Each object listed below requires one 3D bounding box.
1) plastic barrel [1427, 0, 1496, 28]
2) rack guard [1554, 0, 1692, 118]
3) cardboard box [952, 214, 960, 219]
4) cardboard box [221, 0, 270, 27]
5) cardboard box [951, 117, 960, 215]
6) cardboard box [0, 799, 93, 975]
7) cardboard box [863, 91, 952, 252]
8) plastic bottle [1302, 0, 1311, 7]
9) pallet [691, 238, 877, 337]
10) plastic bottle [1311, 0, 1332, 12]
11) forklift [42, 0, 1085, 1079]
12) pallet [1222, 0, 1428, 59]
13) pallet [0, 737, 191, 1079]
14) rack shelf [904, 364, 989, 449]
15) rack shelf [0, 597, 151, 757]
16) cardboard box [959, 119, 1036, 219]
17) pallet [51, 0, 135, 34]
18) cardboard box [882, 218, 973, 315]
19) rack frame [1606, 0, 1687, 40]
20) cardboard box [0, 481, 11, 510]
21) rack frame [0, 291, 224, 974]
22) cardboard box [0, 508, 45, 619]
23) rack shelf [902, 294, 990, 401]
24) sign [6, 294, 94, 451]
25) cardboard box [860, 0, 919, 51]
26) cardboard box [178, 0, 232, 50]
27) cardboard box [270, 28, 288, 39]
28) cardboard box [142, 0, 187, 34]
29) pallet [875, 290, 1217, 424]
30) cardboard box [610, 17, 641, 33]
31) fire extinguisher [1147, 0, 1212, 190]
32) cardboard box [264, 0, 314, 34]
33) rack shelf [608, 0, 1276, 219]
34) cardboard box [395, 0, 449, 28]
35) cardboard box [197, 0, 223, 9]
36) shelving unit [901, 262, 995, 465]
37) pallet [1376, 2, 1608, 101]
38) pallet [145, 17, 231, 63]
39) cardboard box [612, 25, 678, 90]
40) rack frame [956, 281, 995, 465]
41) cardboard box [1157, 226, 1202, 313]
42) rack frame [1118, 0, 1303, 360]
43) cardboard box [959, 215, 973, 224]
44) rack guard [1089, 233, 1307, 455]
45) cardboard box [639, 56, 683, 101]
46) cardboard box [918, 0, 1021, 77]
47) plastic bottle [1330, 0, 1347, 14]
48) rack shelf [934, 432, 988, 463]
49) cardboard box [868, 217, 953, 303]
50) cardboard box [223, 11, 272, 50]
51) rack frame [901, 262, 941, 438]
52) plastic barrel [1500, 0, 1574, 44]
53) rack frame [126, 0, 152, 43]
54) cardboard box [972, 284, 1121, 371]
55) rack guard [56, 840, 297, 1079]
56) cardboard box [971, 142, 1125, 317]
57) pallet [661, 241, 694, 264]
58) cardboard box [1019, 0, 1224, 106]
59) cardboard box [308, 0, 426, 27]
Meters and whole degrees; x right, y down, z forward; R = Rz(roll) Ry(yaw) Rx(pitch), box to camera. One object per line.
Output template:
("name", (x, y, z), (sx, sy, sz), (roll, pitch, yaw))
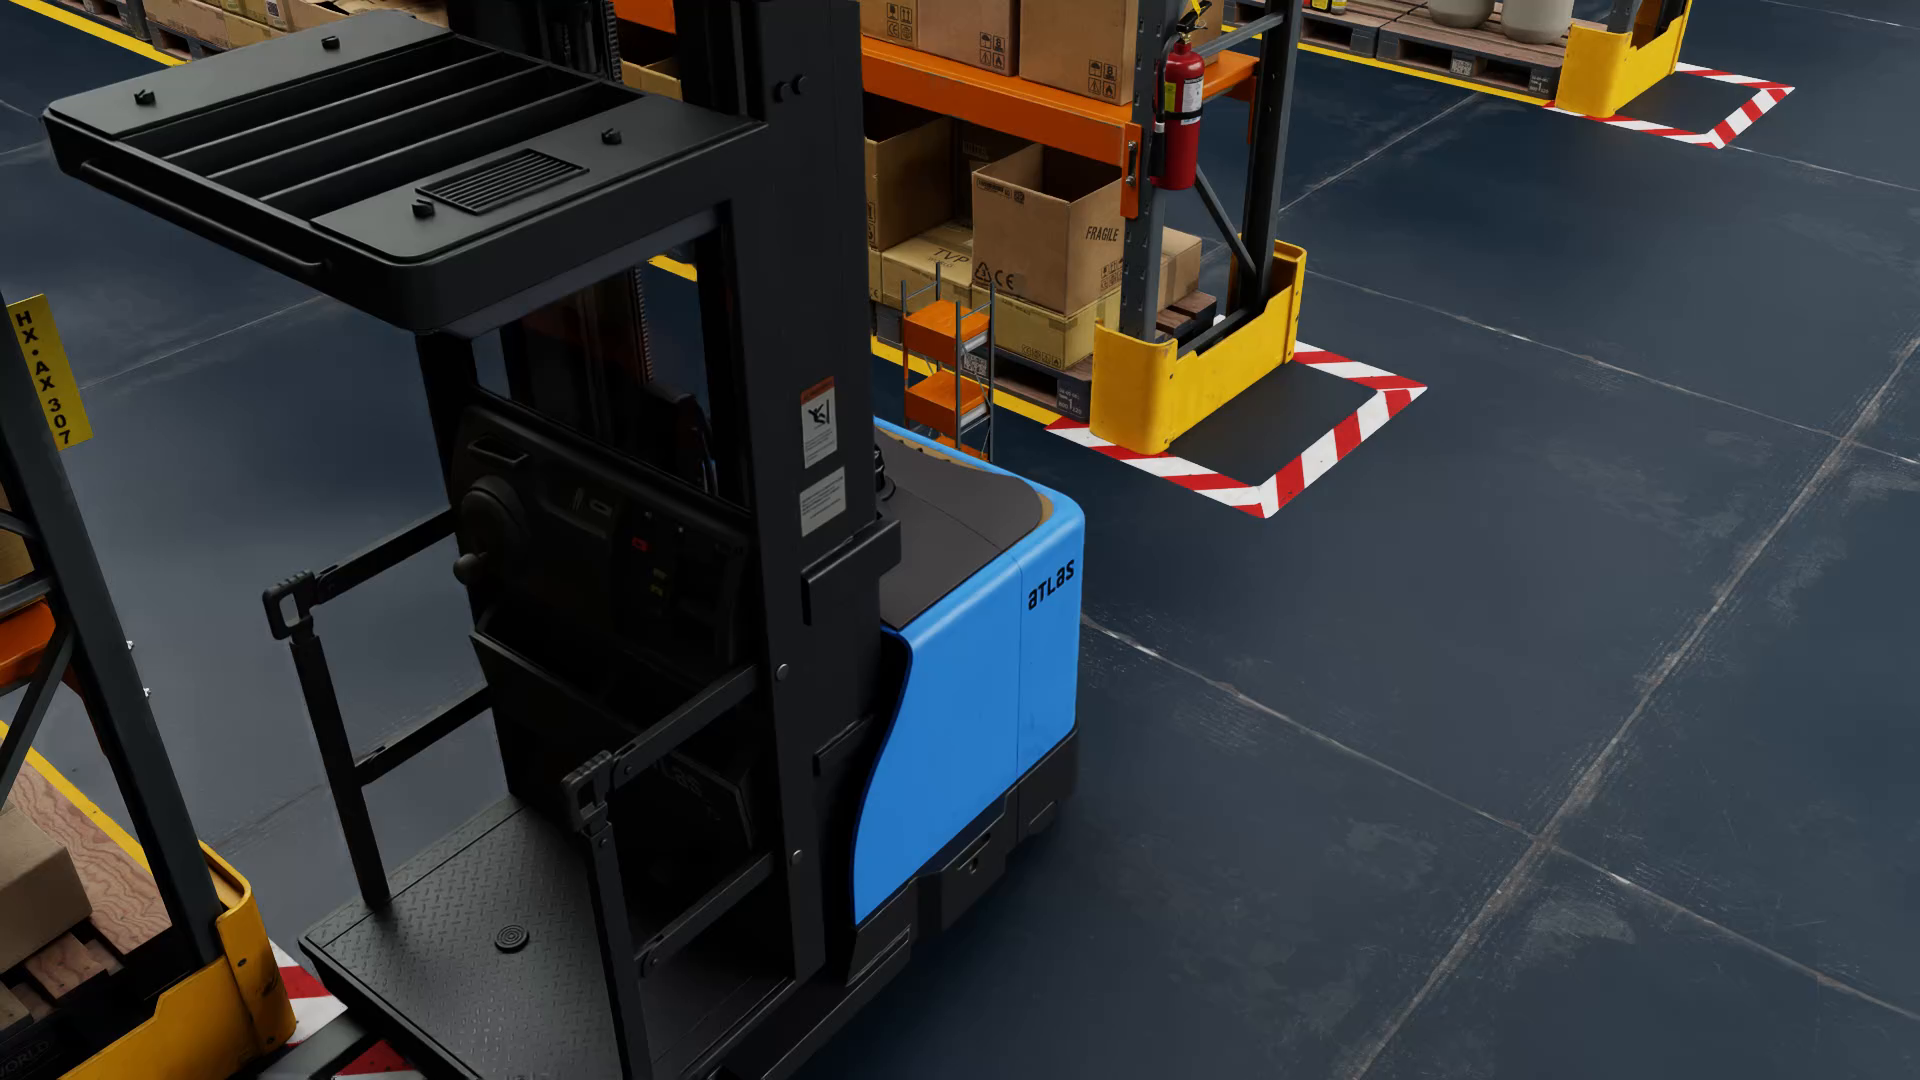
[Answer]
("plastic barrel", (3.230, -3.578, 10.637), (0.421, 0.512, 0.421), (0, 34, 0))
("rack guard", (4.081, -3.020, 10.206), (0.348, 0.500, 1.175), (25, 42, 32))
("cardboard box", (-0.043, -1.581, 7.961), (0.500, 0.250, 0.500), (25, 42, 32))
("cardboard box", (-4.136, -3.368, 10.068), (0.500, 0.311, 0.500), (24, 41, 31))
("cardboard box", (-0.050, -1.885, 7.741), (0.500, 0.500, 0.500), (25, 42, 32))
("cardboard box", (-2.643, 0.904, 4.270), (0.500, 0.311, 0.500), (20, 39, 27))
("cardboard box", (-0.383, -1.659, 7.412), (0.500, 0.500, 0.500), (25, 42, 32))
("plastic bottle", (2.302, -3.680, 10.976), (0.135, 0.276, 0.152), (26, 42, 32))
("pallet", (-0.550, -1.441, 8.162), (1.213, 0.211, 1.003), (25, 42, 32))
("plastic bottle", (2.377, -3.614, 10.873), (0.133, 0.283, 0.061), (26, 42, 33))
("forklift", (-0.949, 0.061, 3.573), (1.130, 2.935, 3.031), (24, 41, 31))
("pallet", (2.527, -3.640, 11.363), (1.213, 0.211, 1.003), (25, 42, 32))
("pallet", (-2.829, 1.079, 4.492), (1.213, 0.211, 1.003), (25, 42, 32))
("rack shelf", (-0.041, -0.443, 5.987), (0.240, 0.259, 0.215), (25, 42, 32))
("rack shelf", (-3.706, -0.161, 4.470), (4.000, 0.370, 1.077), (25, 42, 32))
("cardboard box", (0.343, -1.710, 7.486), (0.500, 0.500, 0.500), (25, 42, 32))
("pallet", (-5.700, -3.925, 11.779), (1.213, 0.211, 1.003), (25, 42, 32))
("cardboard box", (0.005, -1.171, 7.363), (0.500, 0.250, 0.500), (25, 42, 32))
("rack frame", (4.170, -4.043, 9.488), (0.127, 3.000, 1.000), (25, 42, 32))
("cardboard box", (-2.343, -0.292, 3.479), (0.500, 0.500, 0.500), (25, 42, 32))
("rack frame", (-2.169, 0.267, 3.212), (0.127, 3.000, 1.000), (25, 42, 32))
("cardboard box", (-2.341, 0.006, 3.707), (0.500, 0.250, 0.500), (24, 41, 31))
("rack shelf", (-0.041, -0.677, 5.826), (0.240, 0.259, 0.215), (25, 42, 32))
("sign", (-1.822, -0.326, 3.311), (0.005, 0.325, 0.100), (25, 42, 32))
("cardboard box", (-0.137, -2.476, 7.118), (0.500, 0.500, 0.700), (26, 42, 32))
("cardboard box", (-4.549, -3.328, 10.504), (0.500, 0.250, 0.500), (24, 41, 31))
("cardboard box", (-3.752, -2.956, 9.963), (0.500, 0.250, 0.500), (26, 42, 33))
("cardboard box", (-4.936, -3.510, 10.769), (0.500, 0.250, 0.500), (25, 42, 32))
("pallet", (0.383, -0.999, 7.518), (1.213, 0.211, 1.003), (25, 42, 32))
("cardboard box", (-1.920, -2.383, 8.466), (0.500, 0.500, 0.500), (25, 42, 32))
("fire extinguisher", (0.791, -1.613, 6.017), (0.183, 0.674, 0.296), (25, 42, 32))
("cardboard box", (-3.741, -3.182, 9.797), (0.500, 0.311, 0.500), (25, 41, 31))
("rack shelf", (-0.539, -2.318, 7.611), (4.000, 0.370, 1.077), (25, 42, 32))
("cardboard box", (-2.975, -2.817, 9.265), (0.500, 0.311, 0.500), (27, 42, 33))
("cardboard box", (-4.527, -3.554, 10.338), (0.500, 0.311, 0.500), (24, 41, 31))
("shelving unit", (-0.041, -0.452, 5.981), (0.252, 1.050, 0.215), (25, 42, 32))
("pallet", (3.461, -3.198, 10.720), (1.213, 0.211, 1.003), (25, 42, 32))
("pallet", (-4.543, -3.323, 10.902), (1.213, 0.211, 1.003), (25, 42, 32))
("cardboard box", (-1.531, -2.205, 8.207), (0.500, 0.500, 0.500), (25, 42, 32))
("rack frame", (0.053, -0.408, 5.917), (0.008, 1.050, 0.200), (25, 42, 32))
("cardboard box", (0.728, -1.220, 7.435), (0.500, 0.250, 0.500), (25, 42, 32))
("rack frame", (0.998, -1.890, 6.352), (0.127, 3.000, 1.000), (25, 42, 32))
("cardboard box", (0.341, -1.400, 7.697), (0.500, 0.250, 0.500), (25, 42, 32))
("rack guard", (1.016, -0.851, 7.047), (0.348, 0.500, 1.175), (25, 42, 32))
("cardboard box", (-1.152, -2.021, 7.939), (0.500, 0.500, 0.500), (25, 42, 32))
("cardboard box", (0.241, -2.294, 6.852), (0.500, 0.500, 0.700), (26, 42, 33))
("plastic bottle", (2.478, -3.546, 10.847), (0.097, 0.201, 0.097), (0, 34, 0))
("rack shelf", (-0.041, -0.214, 6.144), (0.240, 0.259, 0.215), (25, 42, 32))
("cardboard box", (-0.381, -1.351, 7.626), (0.500, 0.250, 0.500), (25, 42, 32))
("cardboard box", (-4.145, -3.142, 10.234), (0.500, 0.250, 0.500), (24, 41, 31))
("rack frame", (-0.135, -0.496, 6.045), (0.008, 1.050, 0.200), (25, 42, 32))
("plastic barrel", (3.615, -3.396, 10.372), (0.421, 0.512, 0.421), (0, 34, 0))
("rack frame", (-5.150, -4.787, 10.571), (0.127, 3.000, 1.000), (25, 42, 32))
("cardboard box", (0.397, -0.995, 7.107), (0.500, 0.250, 0.500), (25, 42, 32))
("rack guard", (-2.227, 1.270, 3.960), (0.348, 0.500, 1.175), (25, 42, 32))
("cardboard box", (0.395, -1.303, 6.894), (0.500, 0.500, 0.500), (25, 42, 32))
("pallet", (-1.492, -1.883, 8.805), (1.213, 0.211, 1.003), (25, 42, 32))
("cardboard box", (0.647, -2.106, 6.578), (0.500, 0.500, 0.700), (25, 42, 32))
("cardboard box", (-3.357, -2.999, 9.530), (0.500, 0.311, 0.500), (25, 42, 32))
